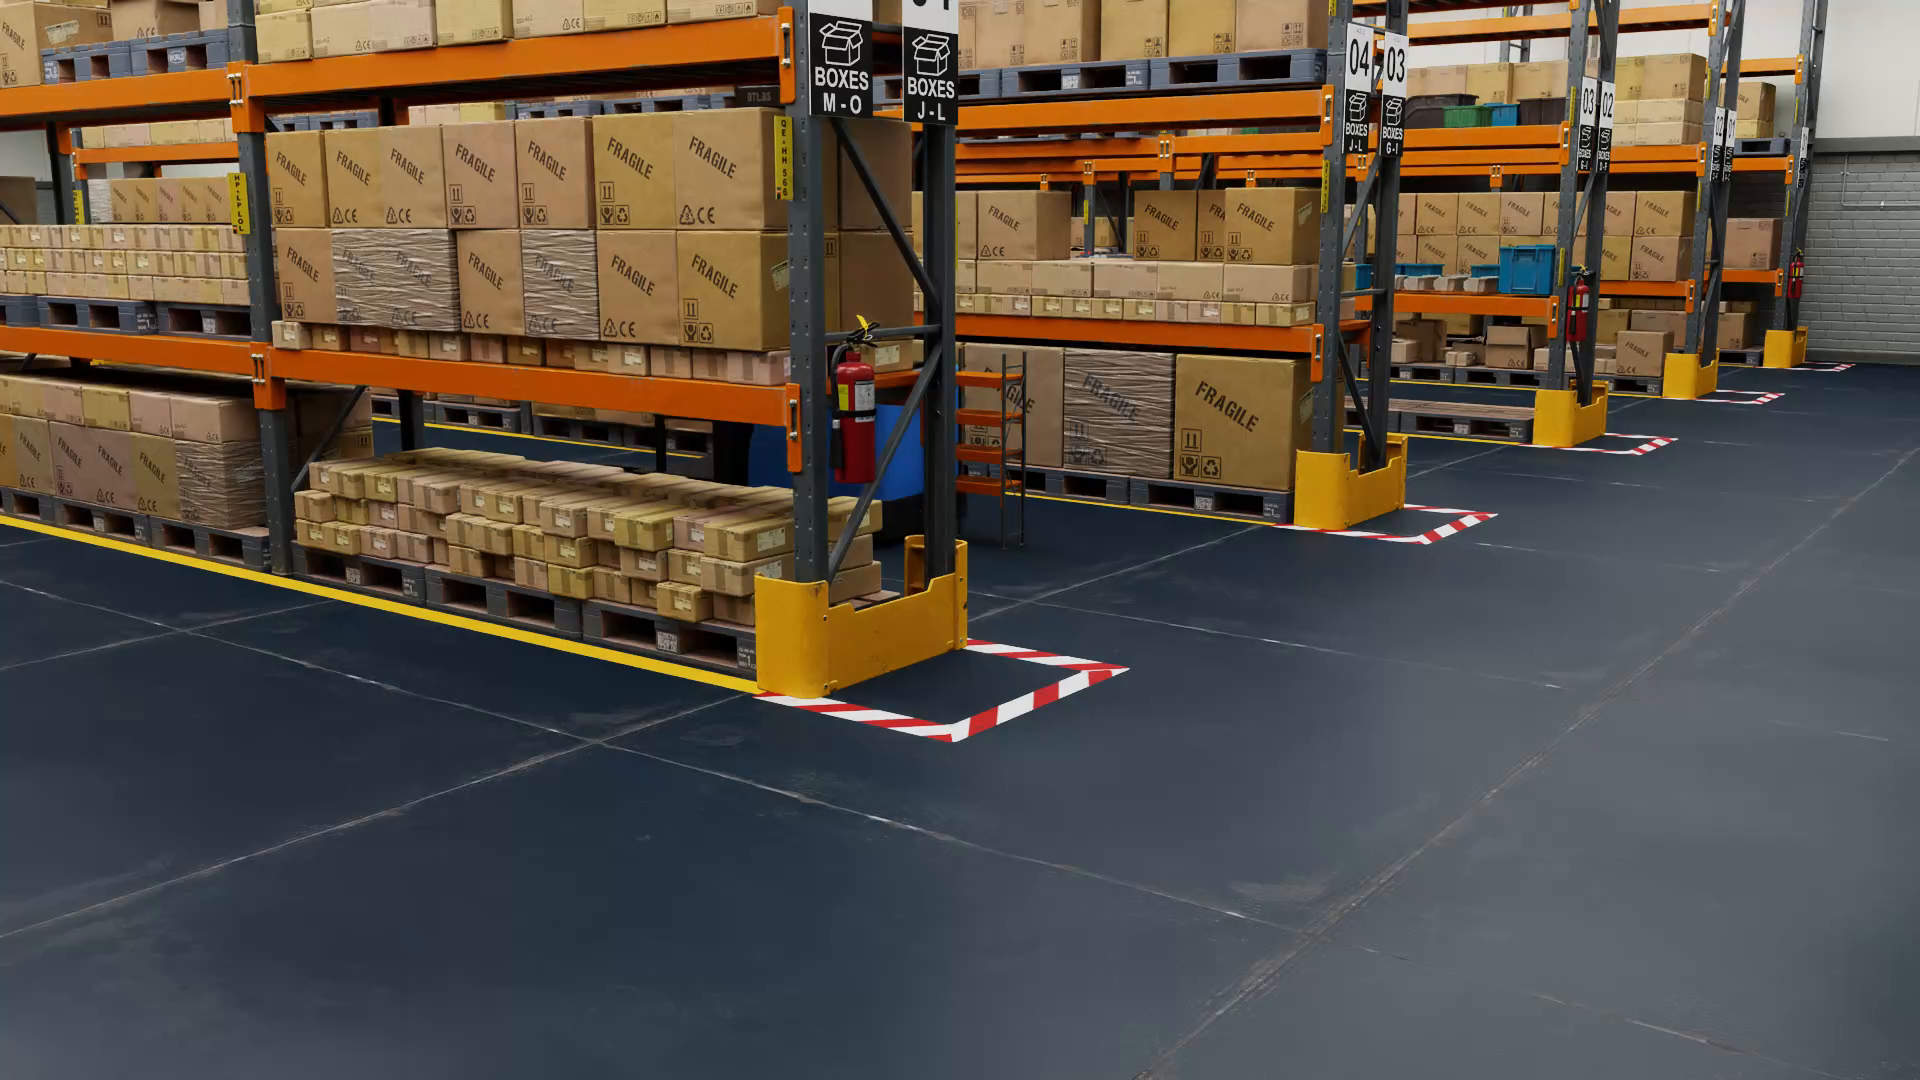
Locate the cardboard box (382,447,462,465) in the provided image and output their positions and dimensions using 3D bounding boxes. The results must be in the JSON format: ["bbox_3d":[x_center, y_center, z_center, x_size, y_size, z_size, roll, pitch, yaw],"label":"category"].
[{"bbox_3d":[-3.146,-0.442,9.749,0.250,0.149,0.380,8,14,37],"label":"cardboard box"}]

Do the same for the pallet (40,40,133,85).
[{"bbox_3d":[-4.859,-2.925,10.351,1.003,0.211,1.213,8,13,36],"label":"pallet"}]

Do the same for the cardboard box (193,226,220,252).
[{"bbox_3d":[-4.243,-1.763,9.737,0.250,0.149,0.380,7,13,34],"label":"cardboard box"}]

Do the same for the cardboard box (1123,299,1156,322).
[{"bbox_3d":[1.349,-1.622,11.679,0.250,0.149,0.380,8,13,34],"label":"cardboard box"}]

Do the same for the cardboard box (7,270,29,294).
[{"bbox_3d":[-6.135,-1.734,11.151,0.250,0.149,0.380,9,14,38],"label":"cardboard box"}]

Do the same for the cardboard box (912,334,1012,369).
[{"bbox_3d":[-0.084,-1.168,13.156,0.875,0.875,0.875,8,13,36],"label":"cardboard box"}]

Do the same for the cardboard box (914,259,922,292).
[{"bbox_3d":[-0.345,-2.071,12.947,0.500,0.250,0.500,8,13,35],"label":"cardboard box"}]

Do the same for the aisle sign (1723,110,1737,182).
[{"bbox_3d":[8.750,-4.471,18.900,0.004,0.787,0.394,8,13,36],"label":"aisle sign"}]

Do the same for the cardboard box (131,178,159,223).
[{"bbox_3d":[-9.156,-3.909,19.161,0.500,0.500,0.500,8,13,36],"label":"cardboard box"}]

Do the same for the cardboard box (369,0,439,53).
[{"bbox_3d":[-2.552,-2.533,8.225,0.500,0.250,0.500,9,14,38],"label":"cardboard box"}]

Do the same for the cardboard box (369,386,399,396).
[{"bbox_3d":[-5.711,-1.788,17.295,0.500,0.500,0.700,7,13,31],"label":"cardboard box"}]

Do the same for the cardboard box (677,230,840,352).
[{"bbox_3d":[-0.877,-1.100,7.270,0.500,0.500,0.500,8,14,37],"label":"cardboard box"}]

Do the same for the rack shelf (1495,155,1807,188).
[{"bbox_3d":[9.839,-5.261,23.822,4.000,0.370,1.077,8,13,36],"label":"rack shelf"}]

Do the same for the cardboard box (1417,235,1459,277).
[{"bbox_3d":[5.962,-3.500,20.462,0.500,0.500,0.500,8,14,37],"label":"cardboard box"}]

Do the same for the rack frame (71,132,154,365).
[{"bbox_3d":[-10.241,-3.440,20.415,0.127,3.000,1.000,8,13,36],"label":"rack frame"}]

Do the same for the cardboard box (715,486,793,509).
[{"bbox_3d":[-1.004,-0.163,8.311,0.250,0.149,0.380,8,13,35],"label":"cardboard box"}]

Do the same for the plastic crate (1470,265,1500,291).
[{"bbox_3d":[5.052,-2.499,15.833,0.300,0.233,0.416,8,13,36],"label":"plastic crate"}]

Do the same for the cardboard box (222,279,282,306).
[{"bbox_3d":[-4.024,-1.440,9.633,0.250,0.149,0.380,8,13,34],"label":"cardboard box"}]

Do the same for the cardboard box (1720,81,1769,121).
[{"bbox_3d":[10.699,-5.979,22.694,0.500,0.500,0.500,8,13,35],"label":"cardboard box"}]

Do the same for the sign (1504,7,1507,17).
[{"bbox_3d":[7.915,-7.725,24.098,0.005,0.325,0.100,8,13,36],"label":"sign"}]

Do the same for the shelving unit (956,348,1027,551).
[{"bbox_3d":[0.133,-0.570,10.320,0.503,1.200,0.258,8,13,36],"label":"shelving unit"}]

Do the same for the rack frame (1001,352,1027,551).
[{"bbox_3d":[0.330,-0.543,10.178,0.015,1.200,0.240,8,13,36],"label":"rack frame"}]

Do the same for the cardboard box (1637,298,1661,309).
[{"bbox_3d":[10.024,-3.436,24.161,0.250,0.149,0.380,8,14,36],"label":"cardboard box"}]

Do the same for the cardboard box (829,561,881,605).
[{"bbox_3d":[-0.595,0.192,8.039,0.250,0.149,0.380,8,14,37],"label":"cardboard box"}]

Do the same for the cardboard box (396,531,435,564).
[{"bbox_3d":[-2.803,0.011,8.974,0.250,0.149,0.380,8,13,34],"label":"cardboard box"}]

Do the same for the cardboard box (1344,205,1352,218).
[{"bbox_3d":[6.055,-5.182,26.347,0.500,0.250,0.500,8,14,36],"label":"cardboard box"}]

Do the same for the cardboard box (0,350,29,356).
[{"bbox_3d":[-7.955,-1.075,13.004,0.750,0.750,1.050,8,14,36],"label":"cardboard box"}]

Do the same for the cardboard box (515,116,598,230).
[{"bbox_3d":[-1.711,-1.707,7.776,0.500,0.500,0.500,9,14,38],"label":"cardboard box"}]

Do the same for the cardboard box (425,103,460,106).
[{"bbox_3d":[-4.745,-4.379,15.793,0.500,0.500,0.500,8,13,35],"label":"cardboard box"}]

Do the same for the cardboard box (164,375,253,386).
[{"bbox_3d":[-4.865,-0.931,10.947,0.500,0.250,0.500,9,14,38],"label":"cardboard box"}]

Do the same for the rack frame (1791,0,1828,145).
[{"bbox_3d":[11.451,-6.862,22.306,0.127,3.000,1.000,8,13,36],"label":"rack frame"}]

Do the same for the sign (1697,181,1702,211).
[{"bbox_3d":[8.177,-3.798,18.386,0.005,0.325,0.100,8,13,36],"label":"sign"}]

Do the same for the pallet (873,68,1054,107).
[{"bbox_3d":[0.084,-3.427,12.681,1.213,0.211,1.003,8,13,36],"label":"pallet"}]

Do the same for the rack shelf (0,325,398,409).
[{"bbox_3d":[-5.198,-1.215,10.806,4.000,0.370,1.077,8,13,36],"label":"rack shelf"}]

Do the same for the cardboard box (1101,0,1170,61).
[{"bbox_3d":[1.376,-3.601,11.717,0.500,0.500,0.700,7,13,32],"label":"cardboard box"}]

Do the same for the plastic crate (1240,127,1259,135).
[{"bbox_3d":[2.883,-4.217,17.089,0.662,0.188,0.450,8,13,36],"label":"plastic crate"}]

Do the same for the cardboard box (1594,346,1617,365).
[{"bbox_3d":[7.848,-2.184,20.004,0.500,0.250,0.500,8,13,36],"label":"cardboard box"}]

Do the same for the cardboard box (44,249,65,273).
[{"bbox_3d":[-5.699,-1.821,10.815,0.250,0.149,0.380,8,14,36],"label":"cardboard box"}]

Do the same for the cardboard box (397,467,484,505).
[{"bbox_3d":[-2.788,-0.285,8.937,0.250,0.149,0.380,8,13,34],"label":"cardboard box"}]

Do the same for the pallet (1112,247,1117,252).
[{"bbox_3d":[3.383,-4.938,28.661,1.213,0.211,1.003,8,13,36],"label":"pallet"}]

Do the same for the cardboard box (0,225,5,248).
[{"bbox_3d":[-6.334,-2.056,11.251,0.250,0.149,0.380,8,13,34],"label":"cardboard box"}]

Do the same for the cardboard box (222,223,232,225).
[{"bbox_3d":[-7.725,-3.307,18.682,0.500,0.500,0.875,8,13,36],"label":"cardboard box"}]

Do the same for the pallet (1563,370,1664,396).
[{"bbox_3d":[7.817,-1.886,19.725,1.213,0.211,1.003,8,13,36],"label":"pallet"}]

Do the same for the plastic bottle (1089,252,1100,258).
[{"bbox_3d":[1.428,-2.878,17.641,0.185,0.351,0.144,8,13,36],"label":"plastic bottle"}]

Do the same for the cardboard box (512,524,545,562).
[{"bbox_3d":[-1.997,-0.008,8.289,0.250,0.149,0.380,9,14,38],"label":"cardboard box"}]

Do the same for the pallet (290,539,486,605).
[{"bbox_3d":[-3.024,0.096,9.478,1.213,0.211,1.003,8,13,36],"label":"pallet"}]

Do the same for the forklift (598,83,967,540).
[{"bbox_3d":[-1.488,-1.590,11.031,3.031,2.935,1.130,6,13,29],"label":"forklift"}]

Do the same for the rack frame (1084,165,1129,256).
[{"bbox_3d":[2.074,-4.057,23.603,0.127,3.000,1.000,8,13,36],"label":"rack frame"}]

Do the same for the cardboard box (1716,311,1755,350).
[{"bbox_3d":[10.827,-2.959,23.401,0.500,0.500,0.700,8,13,36],"label":"cardboard box"}]

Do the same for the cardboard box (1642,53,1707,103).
[{"bbox_3d":[8.098,-5.226,18.850,0.500,0.500,0.700,8,13,36],"label":"cardboard box"}]

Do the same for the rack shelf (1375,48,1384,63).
[{"bbox_3d":[3.686,-6.228,21.977,4.000,0.370,1.077,8,13,36],"label":"rack shelf"}]

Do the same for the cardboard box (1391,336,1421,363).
[{"bbox_3d":[5.508,-2.423,21.077,0.500,0.311,0.500,8,13,36],"label":"cardboard box"}]

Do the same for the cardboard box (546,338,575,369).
[{"bbox_3d":[-1.779,-0.922,8.059,0.250,0.149,0.380,7,13,33],"label":"cardboard box"}]
